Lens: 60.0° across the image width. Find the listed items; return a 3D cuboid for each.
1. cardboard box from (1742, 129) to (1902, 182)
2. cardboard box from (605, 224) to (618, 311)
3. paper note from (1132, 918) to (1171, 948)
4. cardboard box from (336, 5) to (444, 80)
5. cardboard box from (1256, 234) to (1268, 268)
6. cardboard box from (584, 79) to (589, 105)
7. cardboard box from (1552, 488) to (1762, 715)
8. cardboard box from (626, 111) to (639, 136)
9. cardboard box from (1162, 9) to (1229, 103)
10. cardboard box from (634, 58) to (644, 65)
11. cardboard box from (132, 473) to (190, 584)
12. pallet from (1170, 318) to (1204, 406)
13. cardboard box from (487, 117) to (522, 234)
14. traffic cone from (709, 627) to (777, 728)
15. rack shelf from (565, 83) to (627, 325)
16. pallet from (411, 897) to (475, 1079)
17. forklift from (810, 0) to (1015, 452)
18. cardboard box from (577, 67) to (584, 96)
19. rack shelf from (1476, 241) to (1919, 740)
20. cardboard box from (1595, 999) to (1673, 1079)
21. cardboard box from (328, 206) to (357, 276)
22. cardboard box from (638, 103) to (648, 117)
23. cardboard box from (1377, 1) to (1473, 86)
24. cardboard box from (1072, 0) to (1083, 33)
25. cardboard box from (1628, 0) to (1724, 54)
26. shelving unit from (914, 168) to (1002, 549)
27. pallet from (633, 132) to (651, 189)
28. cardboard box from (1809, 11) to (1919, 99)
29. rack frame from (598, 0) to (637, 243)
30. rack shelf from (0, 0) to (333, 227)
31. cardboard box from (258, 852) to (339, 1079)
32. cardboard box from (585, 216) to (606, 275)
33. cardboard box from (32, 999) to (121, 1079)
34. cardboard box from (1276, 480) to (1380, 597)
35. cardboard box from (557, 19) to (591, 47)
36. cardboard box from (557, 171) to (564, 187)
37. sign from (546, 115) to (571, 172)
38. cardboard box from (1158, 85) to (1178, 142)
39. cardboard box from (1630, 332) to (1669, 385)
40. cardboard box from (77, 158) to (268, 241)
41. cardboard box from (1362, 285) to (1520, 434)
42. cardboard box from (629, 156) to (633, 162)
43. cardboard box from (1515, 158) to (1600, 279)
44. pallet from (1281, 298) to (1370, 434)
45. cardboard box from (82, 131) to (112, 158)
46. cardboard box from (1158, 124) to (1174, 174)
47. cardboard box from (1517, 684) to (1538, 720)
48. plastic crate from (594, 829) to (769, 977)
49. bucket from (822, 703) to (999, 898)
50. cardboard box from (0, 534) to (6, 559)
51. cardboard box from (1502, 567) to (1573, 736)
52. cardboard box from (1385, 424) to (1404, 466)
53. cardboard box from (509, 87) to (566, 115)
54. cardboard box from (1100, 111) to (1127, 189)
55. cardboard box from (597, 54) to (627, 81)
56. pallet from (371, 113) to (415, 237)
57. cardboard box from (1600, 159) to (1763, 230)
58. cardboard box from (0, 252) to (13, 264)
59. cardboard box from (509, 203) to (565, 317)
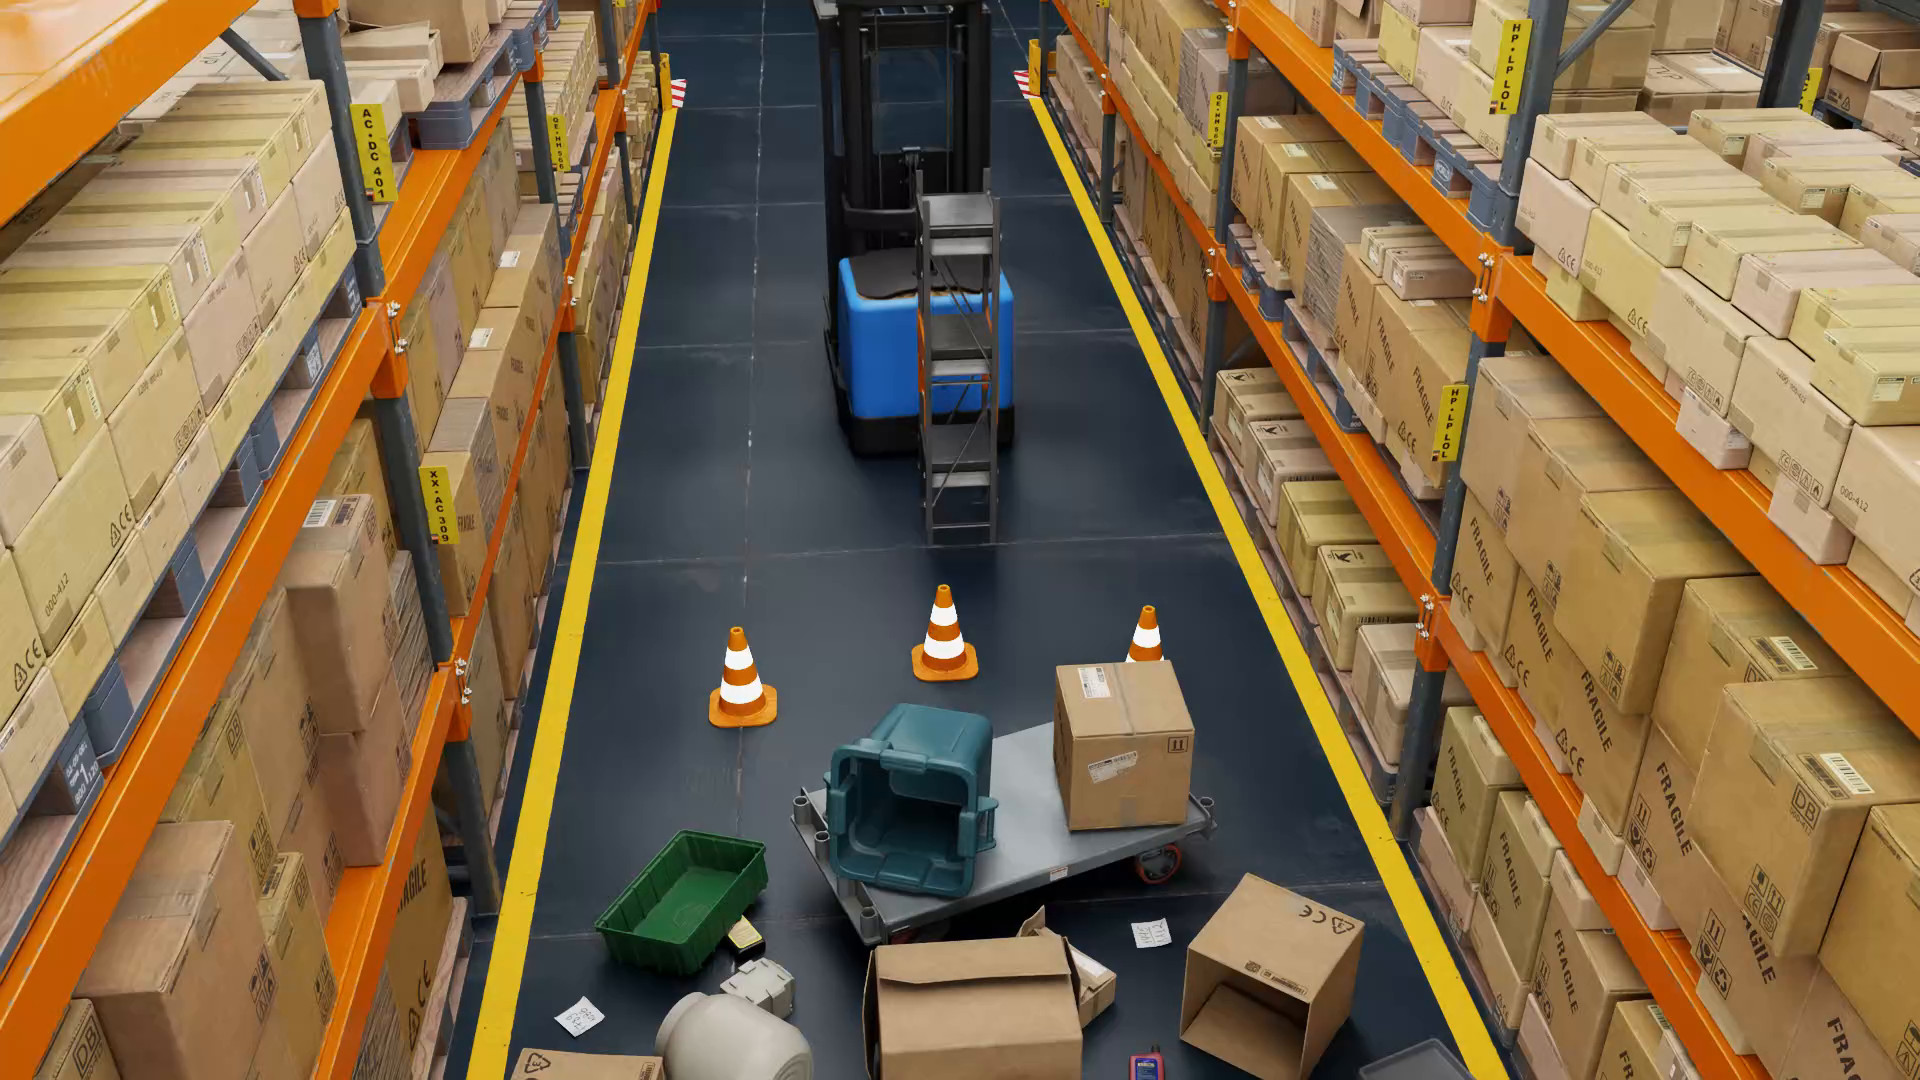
[{"bbox_3d":[2.800,-1.224,5.416,0.380,0.149,0.250,-3,31,-6],"label":"cardboard box"},{"bbox_3d":[-2.802,-1.995,12.193,0.500,0.500,0.500,-3,31,-6],"label":"cardboard box"},{"bbox_3d":[0.804,1.645,6.966,0.148,0.019,0.142,-3,31,-5],"label":"paper note"},{"bbox_3d":[-2.430,-2.112,7.059,0.396,0.266,0.258,-3,31,-5],"label":"cardboard box"},{"bbox_3d":[1.897,-1.634,9.395,0.380,0.149,0.250,-5,31,-8],"label":"cardboard box"},{"bbox_3d":[-2.910,-3.269,12.133,0.380,0.149,0.250,-4,31,-7],"label":"cardboard box"},{"bbox_3d":[2.324,0.173,5.173,0.700,0.500,0.500,-3,31,-6],"label":"cardboard box"},{"bbox_3d":[-3.068,-3.711,14.828,0.380,0.149,0.250,-2,31,-4],"label":"cardboard box"},{"bbox_3d":[1.674,-3.263,11.215,0.500,0.500,0.500,-3,31,-5],"label":"cardboard box"},{"bbox_3d":[-3.319,-4.642,16.387,0.380,0.149,0.250,-2,31,-4],"label":"cardboard box"},{"bbox_3d":[-1.948,-0.019,3.669,0.380,0.149,0.250,-2,31,-4],"label":"cardboard box"},{"bbox_3d":[2.080,-1.233,11.608,1.003,0.211,1.213,-3,31,-5],"label":"pallet"},{"bbox_3d":[-2.808,-1.978,9.063,0.700,0.500,0.500,-3,31,-5],"label":"cardboard box"},{"bbox_3d":[-1.088,0.639,8.229,0.336,0.463,0.334,-3,31,-5],"label":"traffic cone"},{"bbox_3d":[-3.027,-2.447,11.624,1.077,0.370,4.000,-3,31,-5],"label":"rack shelf"},{"bbox_3d":[-2.473,1.896,6.370,1.003,0.211,1.213,-3,31,-5],"label":"pallet"},{"bbox_3d":[-0.385,-2.551,11.163,1.130,2.935,3.031,-4,31,-7],"label":"forklift"},{"bbox_3d":[-2.881,-3.250,11.812,0.380,0.149,0.250,-4,31,-7],"label":"cardboard box"},{"bbox_3d":[2.640,0.060,4.500,1.077,0.370,4.000,-3,31,-5],"label":"rack shelf"},{"bbox_3d":[2.400,1.818,5.322,0.500,0.500,0.500,-3,31,-6],"label":"cardboard box"},{"bbox_3d":[-2.114,-0.925,5.187,0.380,0.149,0.250,-3,31,-5],"label":"cardboard box"},{"bbox_3d":[-3.137,-3.987,15.581,0.380,0.149,0.250,-1,31,-2],"label":"cardboard box"},{"bbox_3d":[2.165,-2.196,7.312,0.500,0.250,0.500,-2,31,-4],"label":"cardboard box"},{"bbox_3d":[1.292,-4.852,14.851,0.500,0.500,0.500,-3,31,-5],"label":"cardboard box"},{"bbox_3d":[2.741,-2.172,6.785,0.500,0.250,0.500,-3,31,-6],"label":"cardboard box"},{"bbox_3d":[-0.015,-0.986,9.353,0.431,2.100,0.503,-3,31,-5],"label":"shelving unit"},{"bbox_3d":[-3.429,-3.546,15.480,1.003,0.211,1.213,-3,31,-5],"label":"pallet"},{"bbox_3d":[6.591,-3.606,12.355,0.700,0.500,0.500,-3,31,-5],"label":"cardboard box"},{"bbox_3d":[-3.214,-3.777,13.149,1.000,3.000,0.127,-3,31,-5],"label":"rack frame"},{"bbox_3d":[-2.279,-0.767,3.350,1.077,0.370,4.000,-3,31,-5],"label":"rack shelf"},{"bbox_3d":[-2.263,1.257,4.574,0.875,0.550,0.500,-3,31,-5],"label":"cardboard box"},{"bbox_3d":[-2.744,-2.040,11.537,0.500,0.250,0.500,-3,31,-4],"label":"cardboard box"},{"bbox_3d":[-2.232,1.354,3.360,0.875,0.550,0.550,-3,31,-5],"label":"cardboard box"},{"bbox_3d":[2.264,-0.023,9.017,0.950,0.372,0.625,-2,31,-3],"label":"cardboard box"},{"bbox_3d":[-2.956,-3.773,12.396,0.380,0.149,0.250,-4,31,-6],"label":"cardboard box"},{"bbox_3d":[-2.731,-2.320,10.545,0.380,0.149,0.250,-1,31,-2],"label":"cardboard box"},{"bbox_3d":[-2.288,-2.261,9.480,0.100,0.325,0.005,-3,31,-5],"label":"sign"},{"bbox_3d":[1.661,-2.931,11.391,0.500,0.250,0.500,-4,31,-6],"label":"cardboard box"},{"bbox_3d":[2.324,-0.603,5.155,0.380,0.149,0.250,-2,31,-3],"label":"cardboard box"},{"bbox_3d":[-2.045,-0.882,4.337,0.380,0.149,0.250,-2,31,-4],"label":"cardboard box"},{"bbox_3d":[2.134,-0.811,7.385,0.500,0.500,0.500,-3,31,-4],"label":"cardboard box"},{"bbox_3d":[-3.101,-3.323,14.758,0.380,0.149,0.250,-3,31,-6],"label":"cardboard box"},{"bbox_3d":[2.221,-1.095,5.589,0.500,0.250,0.500,-3,31,-6],"label":"cardboard box"},{"bbox_3d":[2.305,-0.933,8.574,1.003,0.211,1.213,-3,31,-5],"label":"pallet"},{"bbox_3d":[-2.771,-1.236,4.930,0.380,0.149,0.250,-2,31,-4],"label":"cardboard box"},{"bbox_3d":[1.679,-2.723,11.530,0.500,0.250,0.500,-3,31,-5],"label":"cardboard box"},{"bbox_3d":[2.293,0.563,6.127,0.380,0.149,0.250,-3,31,-5],"label":"cardboard box"},{"bbox_3d":[-1.146,1.515,6.974,0.450,0.188,0.662,4,30,26],"label":"plastic crate"},{"bbox_3d":[-0.158,1.019,6.829,0.726,0.611,0.620,8,22,13],"label":"bucket"},{"bbox_3d":[-1.876,0.030,2.809,0.380,0.149,0.250,-2,31,-4],"label":"cardboard box"},{"bbox_3d":[2.286,0.341,5.867,0.500,0.500,0.500,-3,31,-5],"label":"cardboard box"},{"bbox_3d":[2.123,-0.439,7.396,0.380,0.149,0.250,-4,31,-6],"label":"cardboard box"},{"bbox_3d":[-2.788,-2.844,10.842,0.380,0.149,0.250,-1,31,-2],"label":"cardboard box"},{"bbox_3d":[1.754,-3.472,14.727,0.875,0.438,0.875,-3,31,-5],"label":"cardboard box"},{"bbox_3d":[-2.914,-3.830,13.482,0.380,0.149,0.250,-2,31,-3],"label":"cardboard box"},{"bbox_3d":[-2.601,-1.364,6.370,0.805,0.209,1.217,-4,31,-7],"label":"pallet"},{"bbox_3d":[2.226,-1.061,5.143,0.380,0.149,0.250,-4,31,-6],"label":"cardboard box"},{"bbox_3d":[-2.603,-0.489,4.068,0.500,0.250,0.500,-3,31,-5],"label":"cardboard box"},{"bbox_3d":[-2.530,-1.561,9.341,0.500,0.500,0.500,-3,31,-5],"label":"cardboard box"}]
